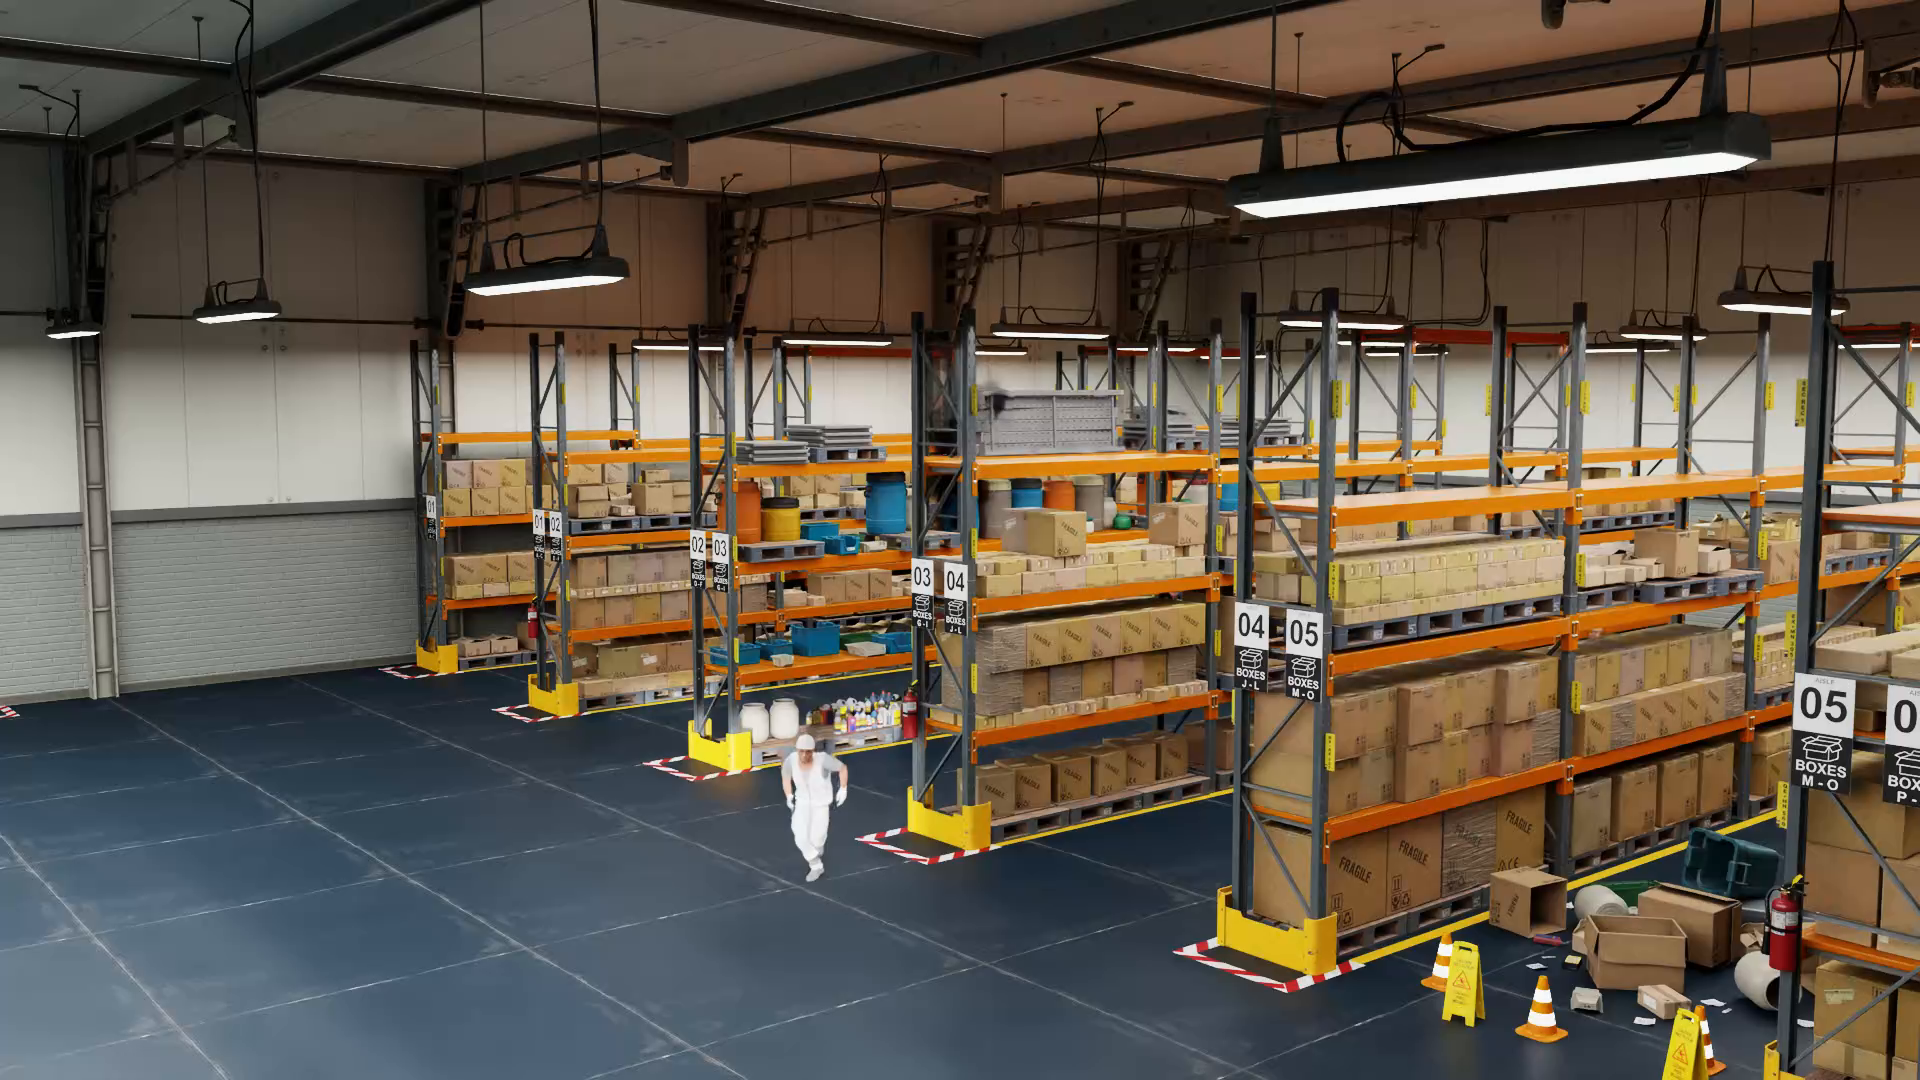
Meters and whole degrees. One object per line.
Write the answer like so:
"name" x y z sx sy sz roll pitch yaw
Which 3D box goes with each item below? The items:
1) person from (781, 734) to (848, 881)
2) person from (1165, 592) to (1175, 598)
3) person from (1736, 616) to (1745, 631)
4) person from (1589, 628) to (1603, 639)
"person" -1.508 2.769 17.364 0.677 1.616 0.898 1 5 8
"person" 3.858 1.323 32.251 0.672 1.736 0.948 4 7 39
"person" 11.639 1.999 24.647 0.867 1.775 0.725 -3 6 -33
"person" 9.194 2.088 24.183 0.644 1.673 0.591 5 7 44
